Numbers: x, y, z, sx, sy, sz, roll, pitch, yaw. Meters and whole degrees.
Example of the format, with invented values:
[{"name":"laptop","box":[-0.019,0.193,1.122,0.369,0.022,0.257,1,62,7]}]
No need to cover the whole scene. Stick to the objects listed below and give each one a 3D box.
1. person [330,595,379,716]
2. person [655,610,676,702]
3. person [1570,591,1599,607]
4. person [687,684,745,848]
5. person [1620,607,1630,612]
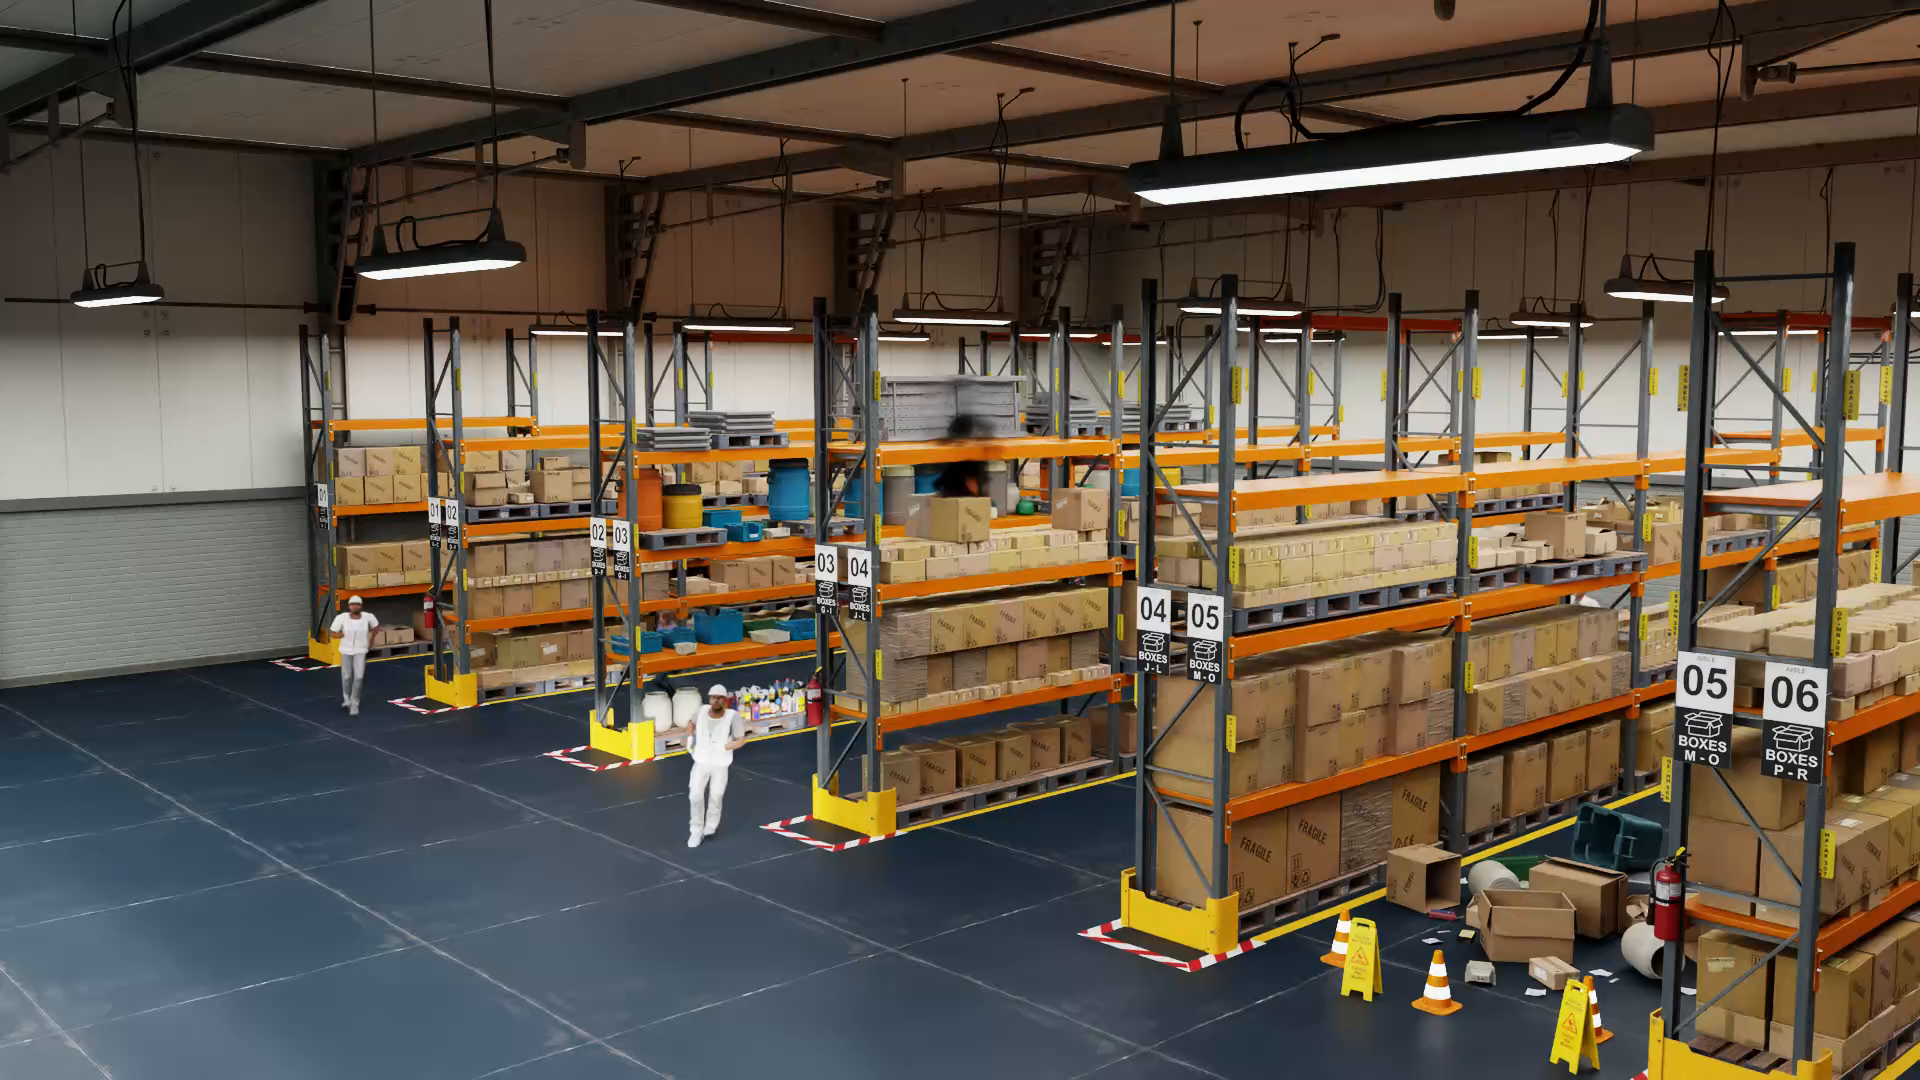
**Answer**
[{"name":"person","box":[-9.210,1.747,25.297,0.687,1.834,0.764,-2,6,-16]},{"name":"person","box":[-4.434,1.850,25.009,0.510,1.564,0.644,5,7,40]},{"name":"person","box":[9.970,1.546,26.807,0.702,1.766,1.063,5,8,41]},{"name":"person","box":[-2.674,2.459,18.249,0.674,1.813,0.685,0,6,2]},{"name":"person","box":[9.831,1.836,24.701,0.604,1.674,0.660,-5,8,-43]}]
